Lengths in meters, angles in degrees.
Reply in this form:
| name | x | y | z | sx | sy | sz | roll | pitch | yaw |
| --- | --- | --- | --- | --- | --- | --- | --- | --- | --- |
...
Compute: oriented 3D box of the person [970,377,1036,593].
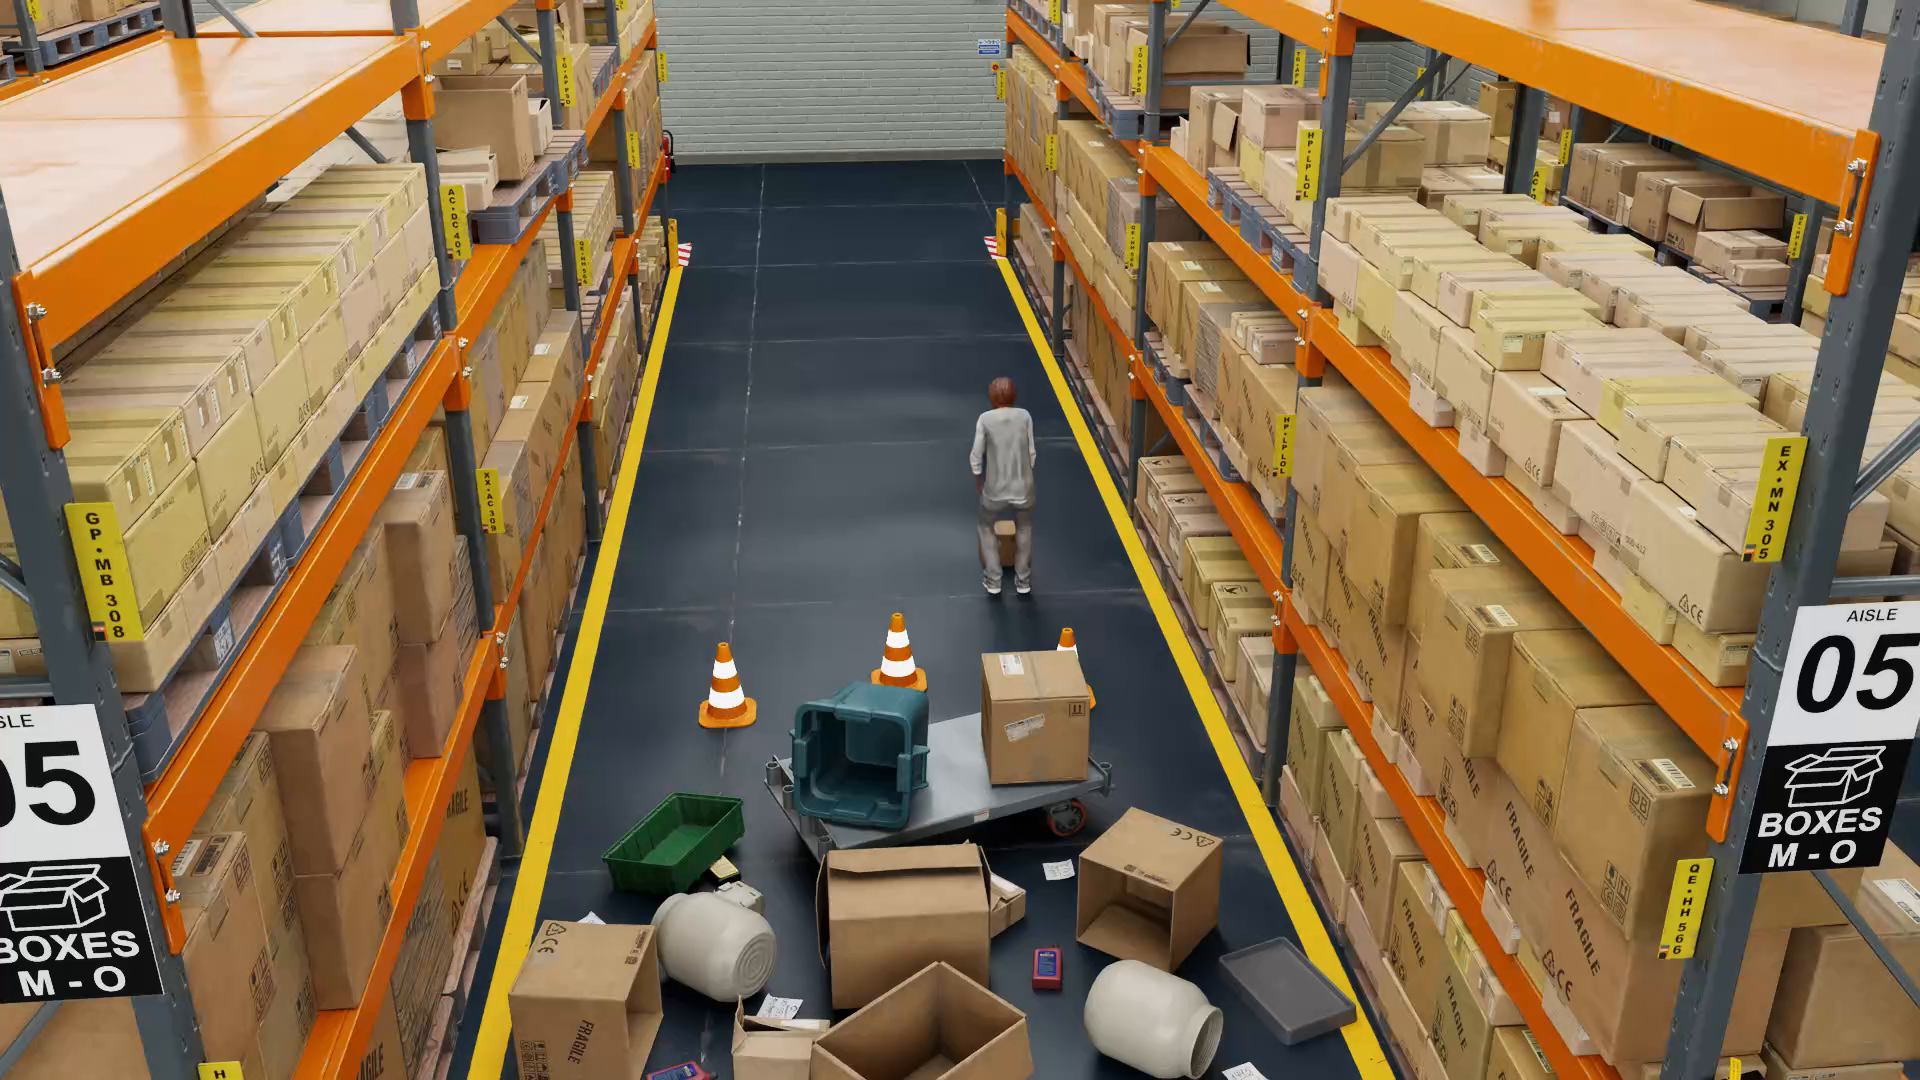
| name | x | y | z | sx | sy | sz | roll | pitch | yaw |
| --- | --- | --- | --- | --- | --- | --- | --- | --- | --- |
| person | 0.292 | -0.337 | 11.232 | 0.447 | 1.466 | 0.497 | -2 | 24 | -4 |
